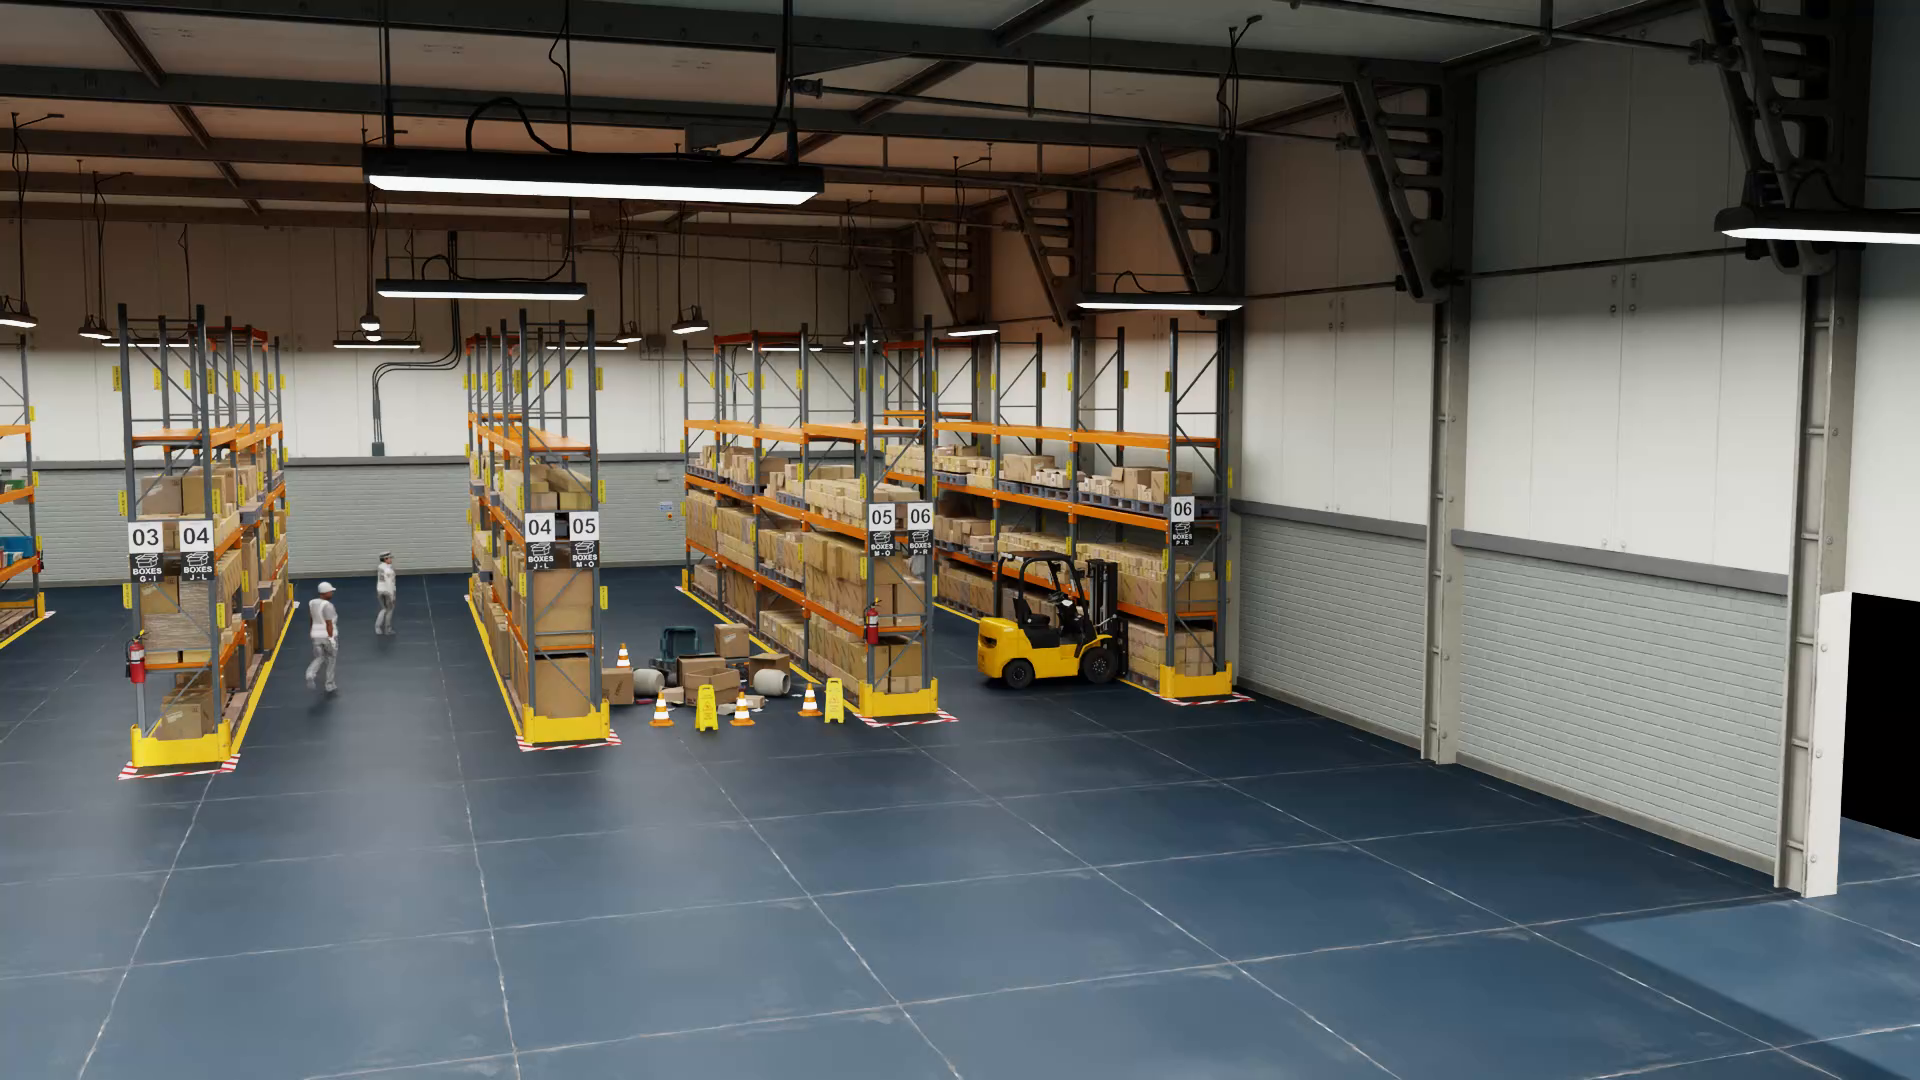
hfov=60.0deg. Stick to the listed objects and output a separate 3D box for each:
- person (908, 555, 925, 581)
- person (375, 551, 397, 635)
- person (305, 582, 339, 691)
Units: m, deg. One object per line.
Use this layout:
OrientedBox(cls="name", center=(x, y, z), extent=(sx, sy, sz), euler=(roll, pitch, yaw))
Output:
OrientedBox(cls="person", center=(-0.869, 0.657, 34.478), extent=(0.388, 1.583, 0.823), euler=(-3, 6, -33))
OrientedBox(cls="person", center=(-11.334, 1.044, 32.798), extent=(0.459, 1.676, 0.483), euler=(2, 6, 20))
OrientedBox(cls="person", center=(-10.294, 1.567, 26.791), extent=(0.521, 1.776, 0.669), euler=(1, 6, 12))
